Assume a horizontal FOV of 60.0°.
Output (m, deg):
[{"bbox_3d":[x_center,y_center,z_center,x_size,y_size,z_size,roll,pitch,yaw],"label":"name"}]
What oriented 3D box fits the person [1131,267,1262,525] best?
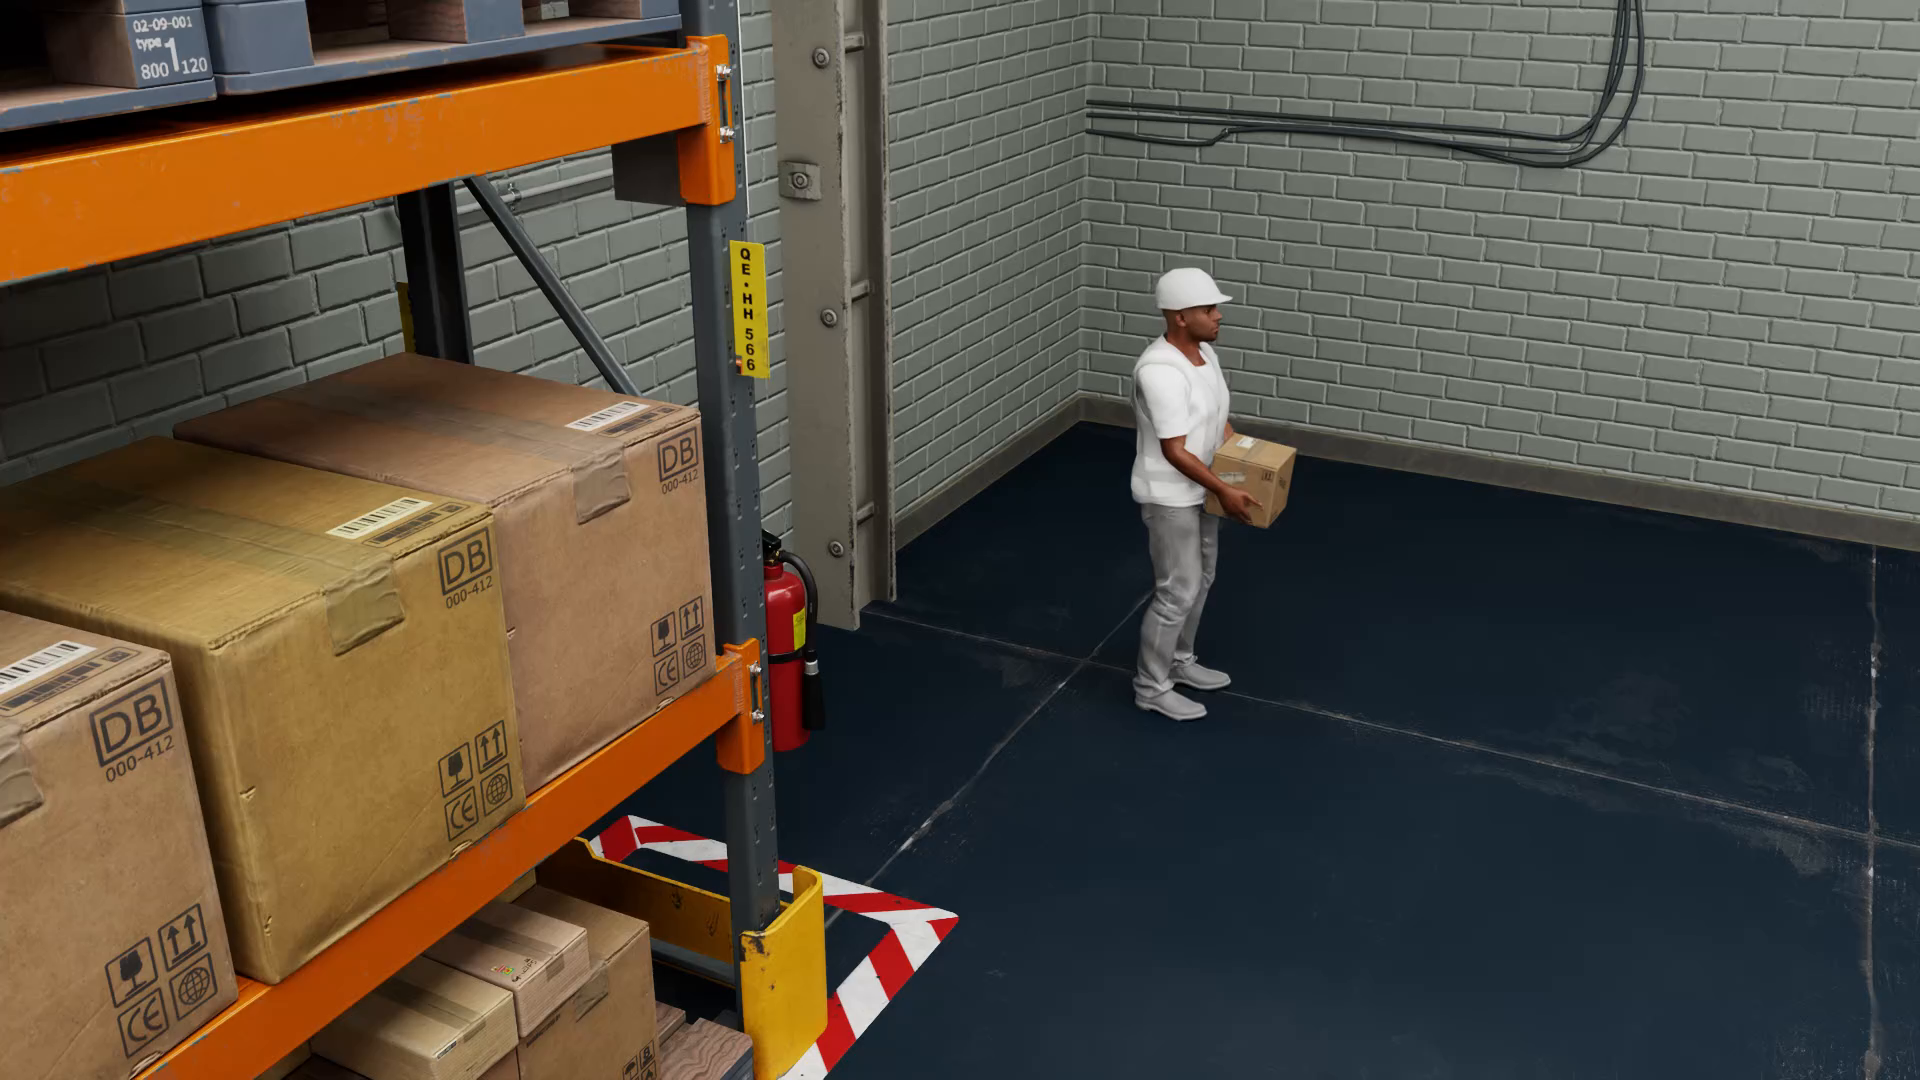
[{"bbox_3d":[0.946,-0.556,6.312,0.551,0.938,0.542,11,25,24],"label":"person"}]
